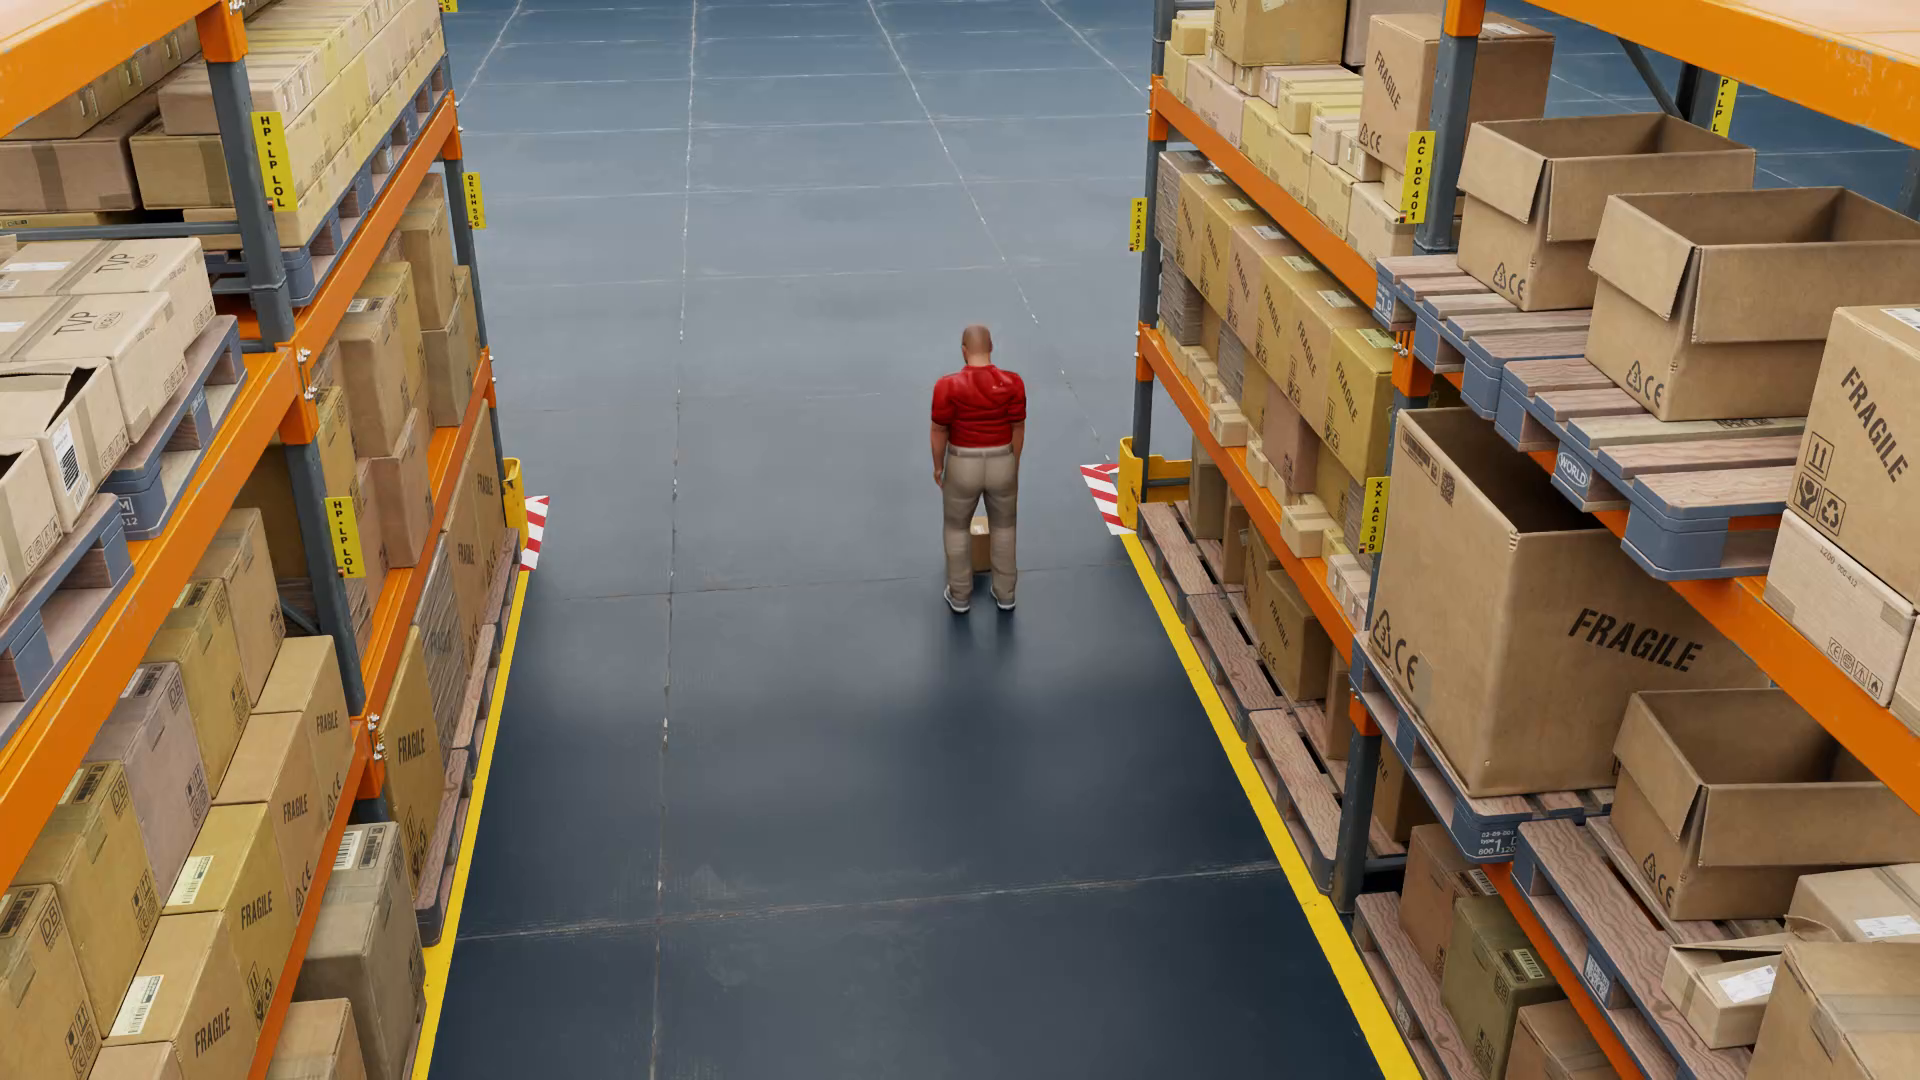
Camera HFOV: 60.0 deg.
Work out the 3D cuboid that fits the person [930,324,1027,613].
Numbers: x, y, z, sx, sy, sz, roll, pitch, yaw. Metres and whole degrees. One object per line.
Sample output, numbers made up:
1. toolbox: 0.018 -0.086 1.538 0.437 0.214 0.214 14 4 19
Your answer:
1. person: 0.096 -0.398 9.439 0.534 1.718 0.356 -3 27 -6
